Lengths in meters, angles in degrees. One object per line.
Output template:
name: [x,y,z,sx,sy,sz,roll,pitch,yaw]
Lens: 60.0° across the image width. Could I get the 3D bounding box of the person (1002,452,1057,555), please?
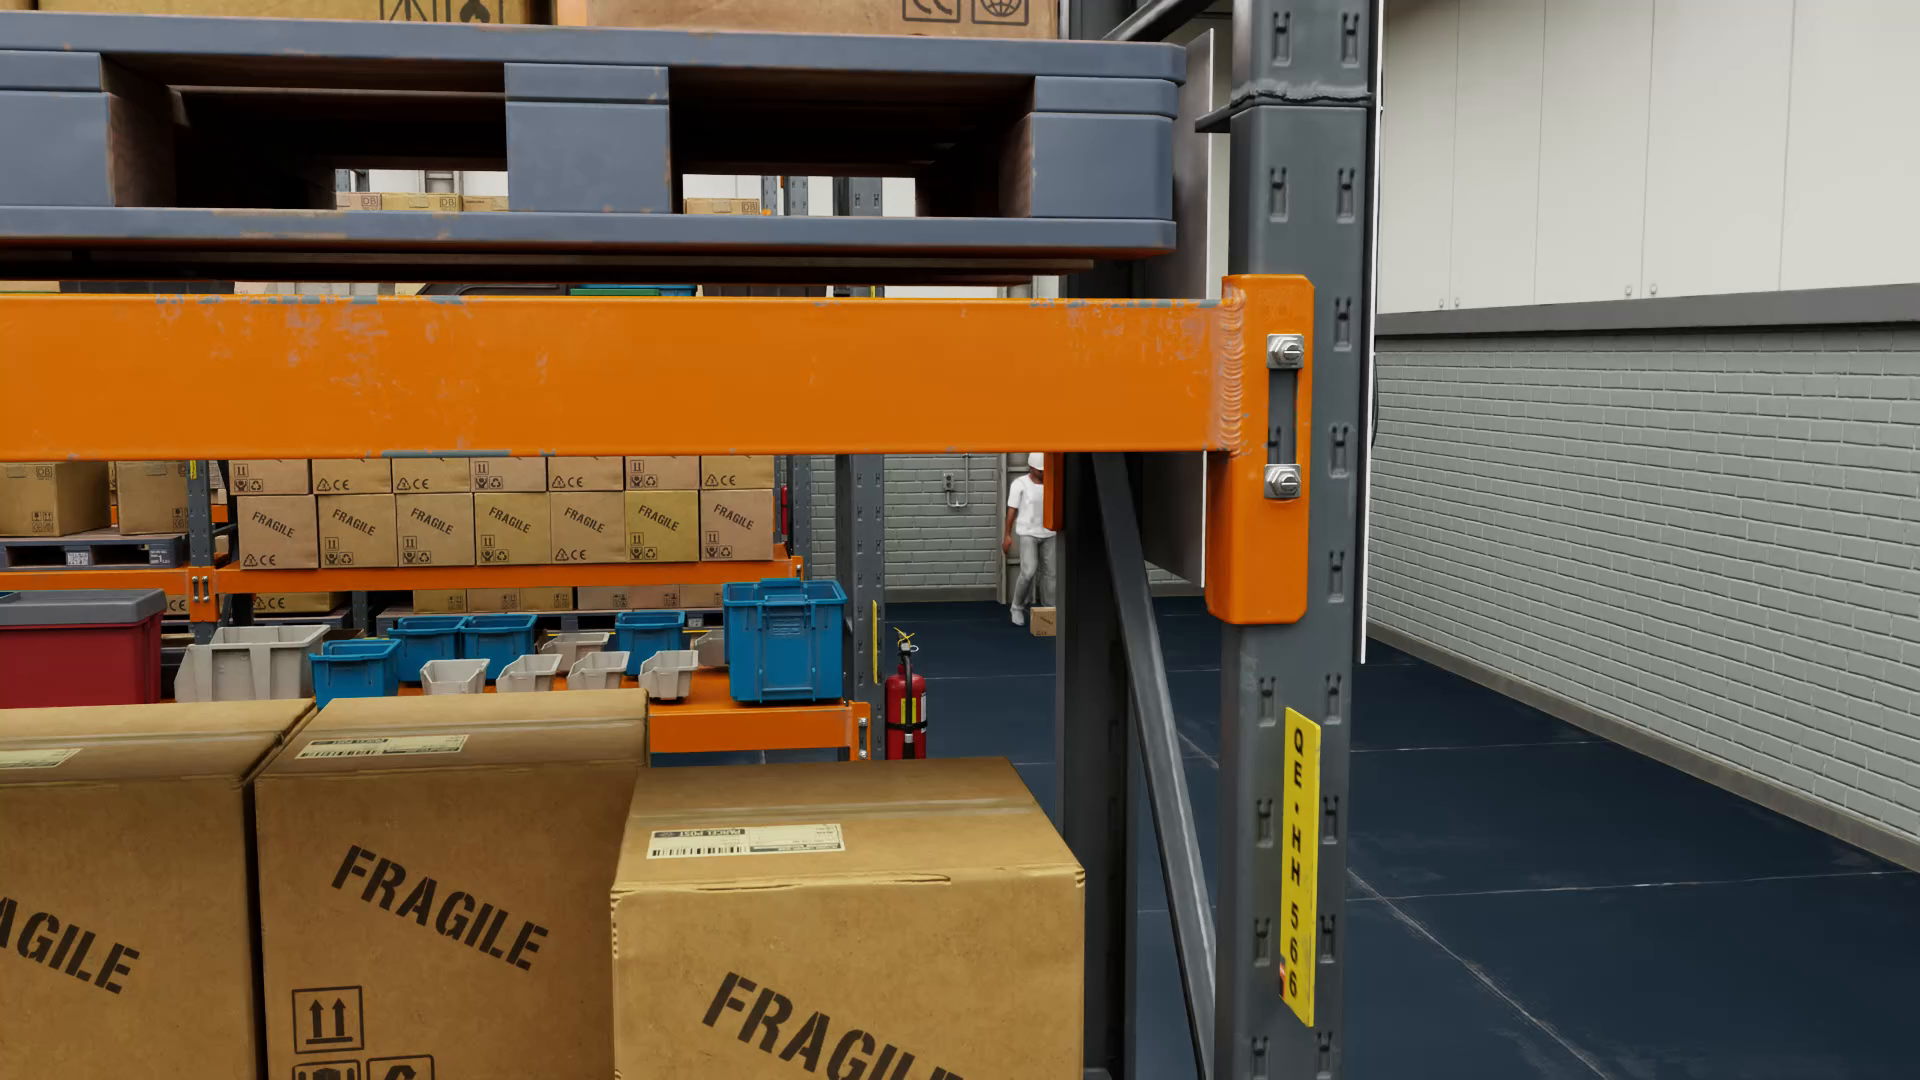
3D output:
person: [0.791,-0.380,16.643,0.696,1.059,0.375,-3,7,-25]
